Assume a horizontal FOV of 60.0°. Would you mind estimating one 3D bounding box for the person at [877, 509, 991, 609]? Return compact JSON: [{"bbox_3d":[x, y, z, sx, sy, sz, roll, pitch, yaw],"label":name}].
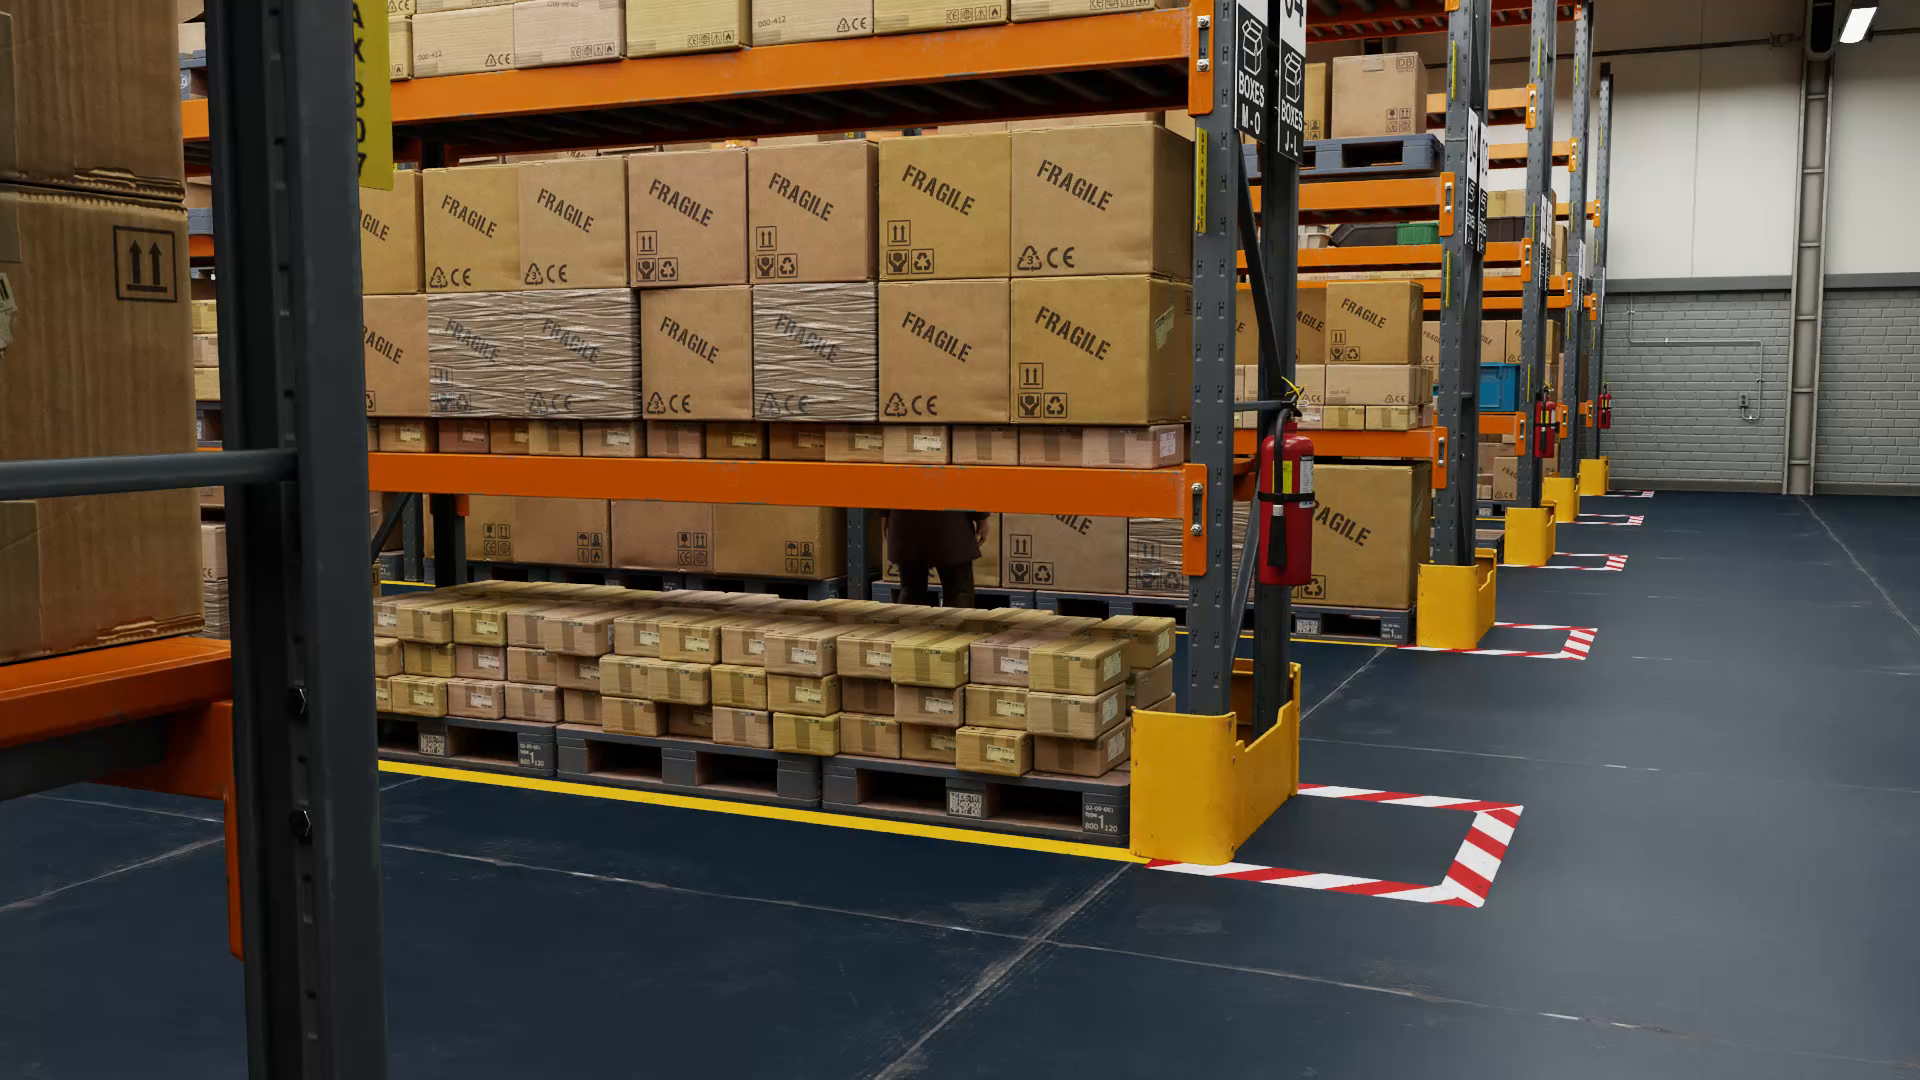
[{"bbox_3d":[-0.145,-0.111,8.631,0.644,1.774,0.425,2,6,24],"label":"person"}]
